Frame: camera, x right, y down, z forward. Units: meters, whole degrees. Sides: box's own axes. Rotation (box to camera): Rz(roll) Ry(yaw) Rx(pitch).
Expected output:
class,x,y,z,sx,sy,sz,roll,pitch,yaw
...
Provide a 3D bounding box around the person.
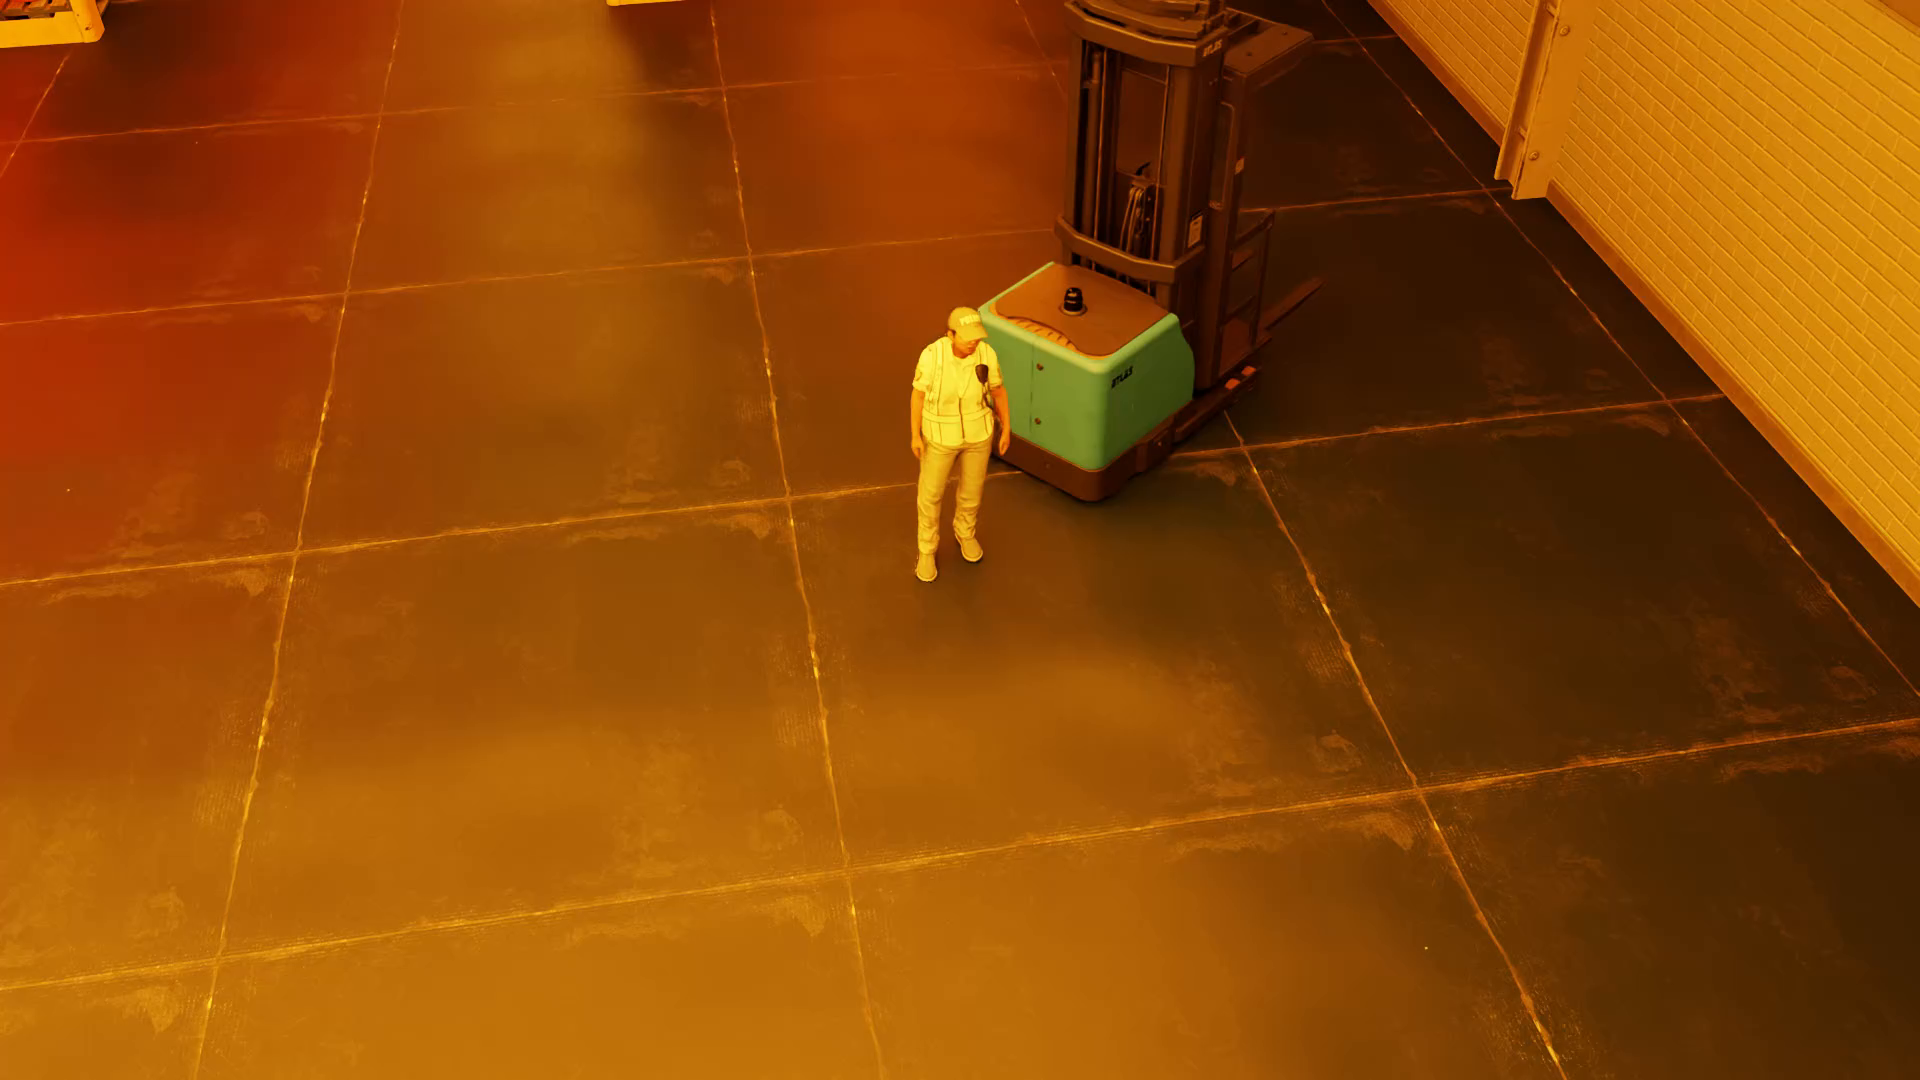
class,x,y,z,sx,sy,sz,roll,pitch,yaw
person,0.002,-0.573,9.608,0.601,1.672,0.506,-8,41,-9

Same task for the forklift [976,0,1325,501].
class,x,y,z,sx,sy,sz,roll,pitch,yaw
forklift,1.418,-2.239,10.592,1.130,2.935,3.031,29,48,30
